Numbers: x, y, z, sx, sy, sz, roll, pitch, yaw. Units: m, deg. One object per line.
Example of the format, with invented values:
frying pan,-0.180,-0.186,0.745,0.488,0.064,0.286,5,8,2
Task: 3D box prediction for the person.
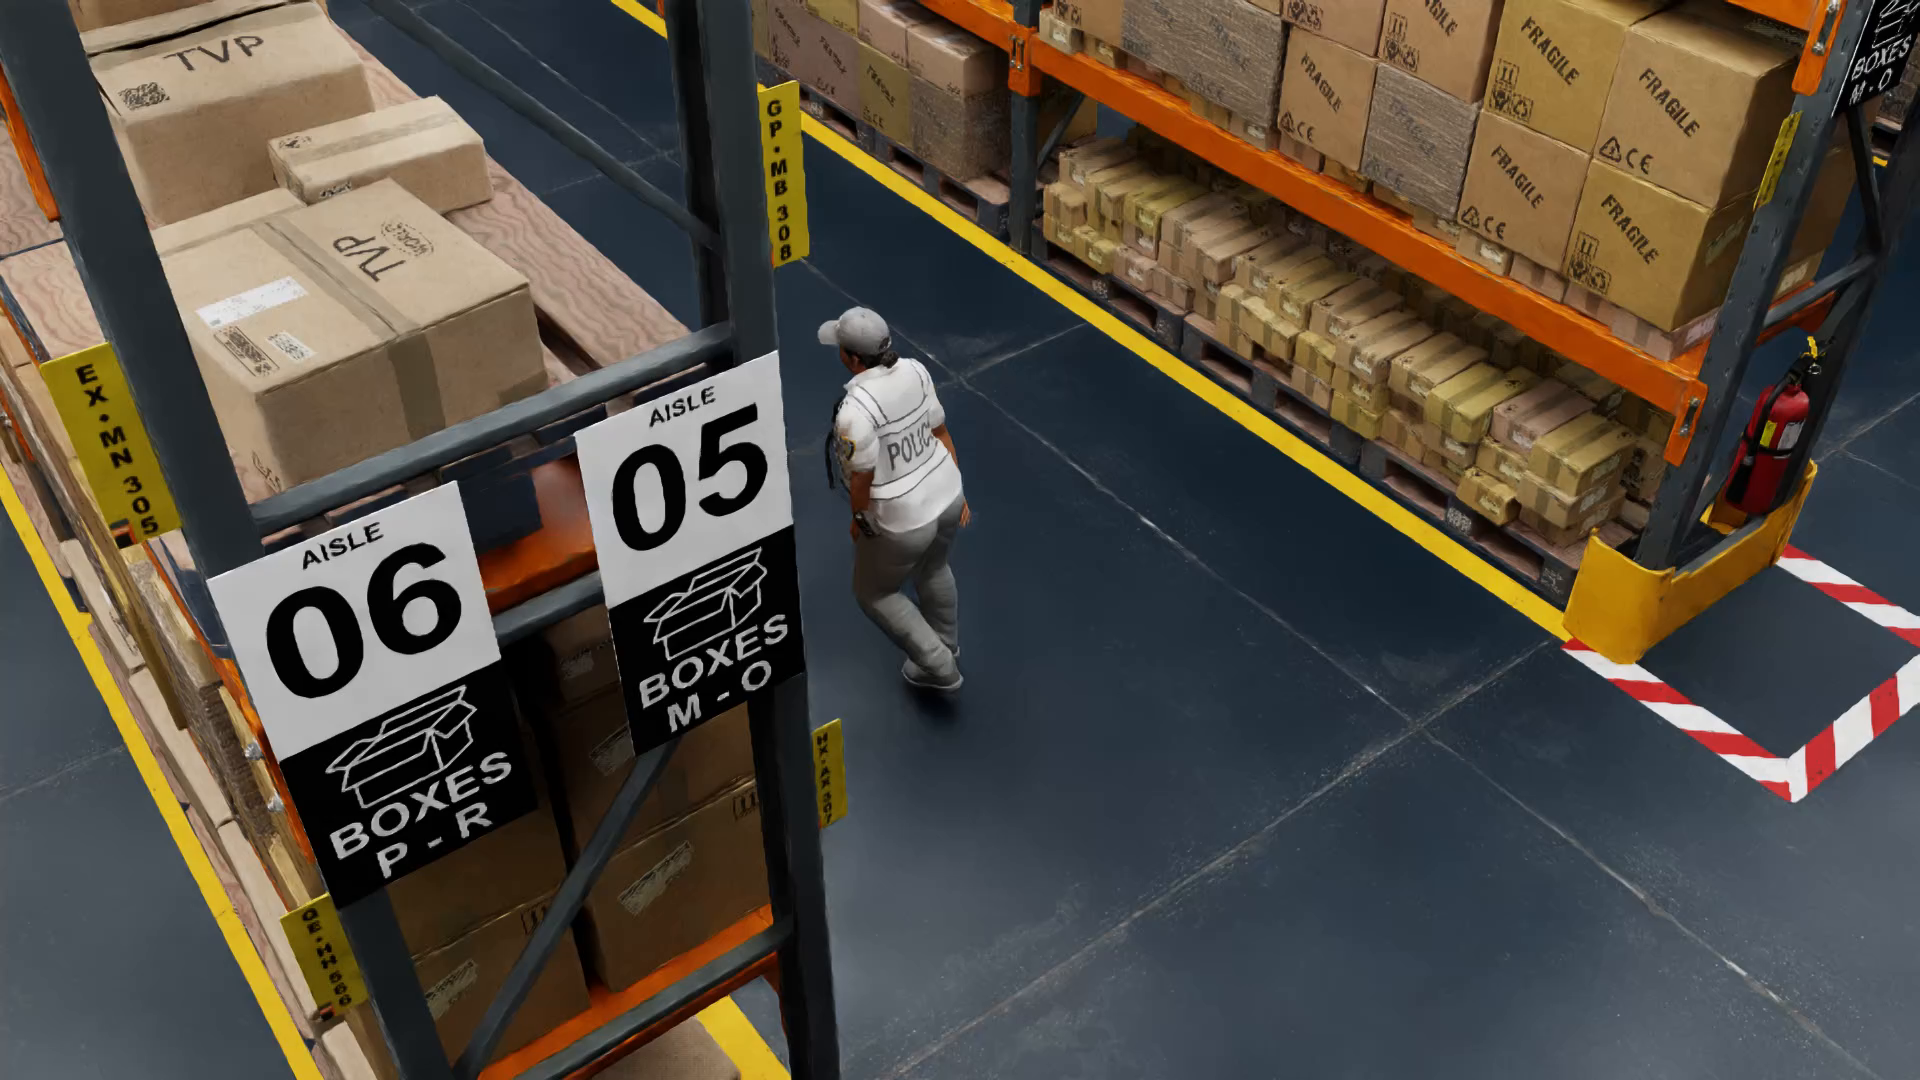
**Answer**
person,-0.230,-0.124,6.321,0.650,1.641,0.485,23,46,24
